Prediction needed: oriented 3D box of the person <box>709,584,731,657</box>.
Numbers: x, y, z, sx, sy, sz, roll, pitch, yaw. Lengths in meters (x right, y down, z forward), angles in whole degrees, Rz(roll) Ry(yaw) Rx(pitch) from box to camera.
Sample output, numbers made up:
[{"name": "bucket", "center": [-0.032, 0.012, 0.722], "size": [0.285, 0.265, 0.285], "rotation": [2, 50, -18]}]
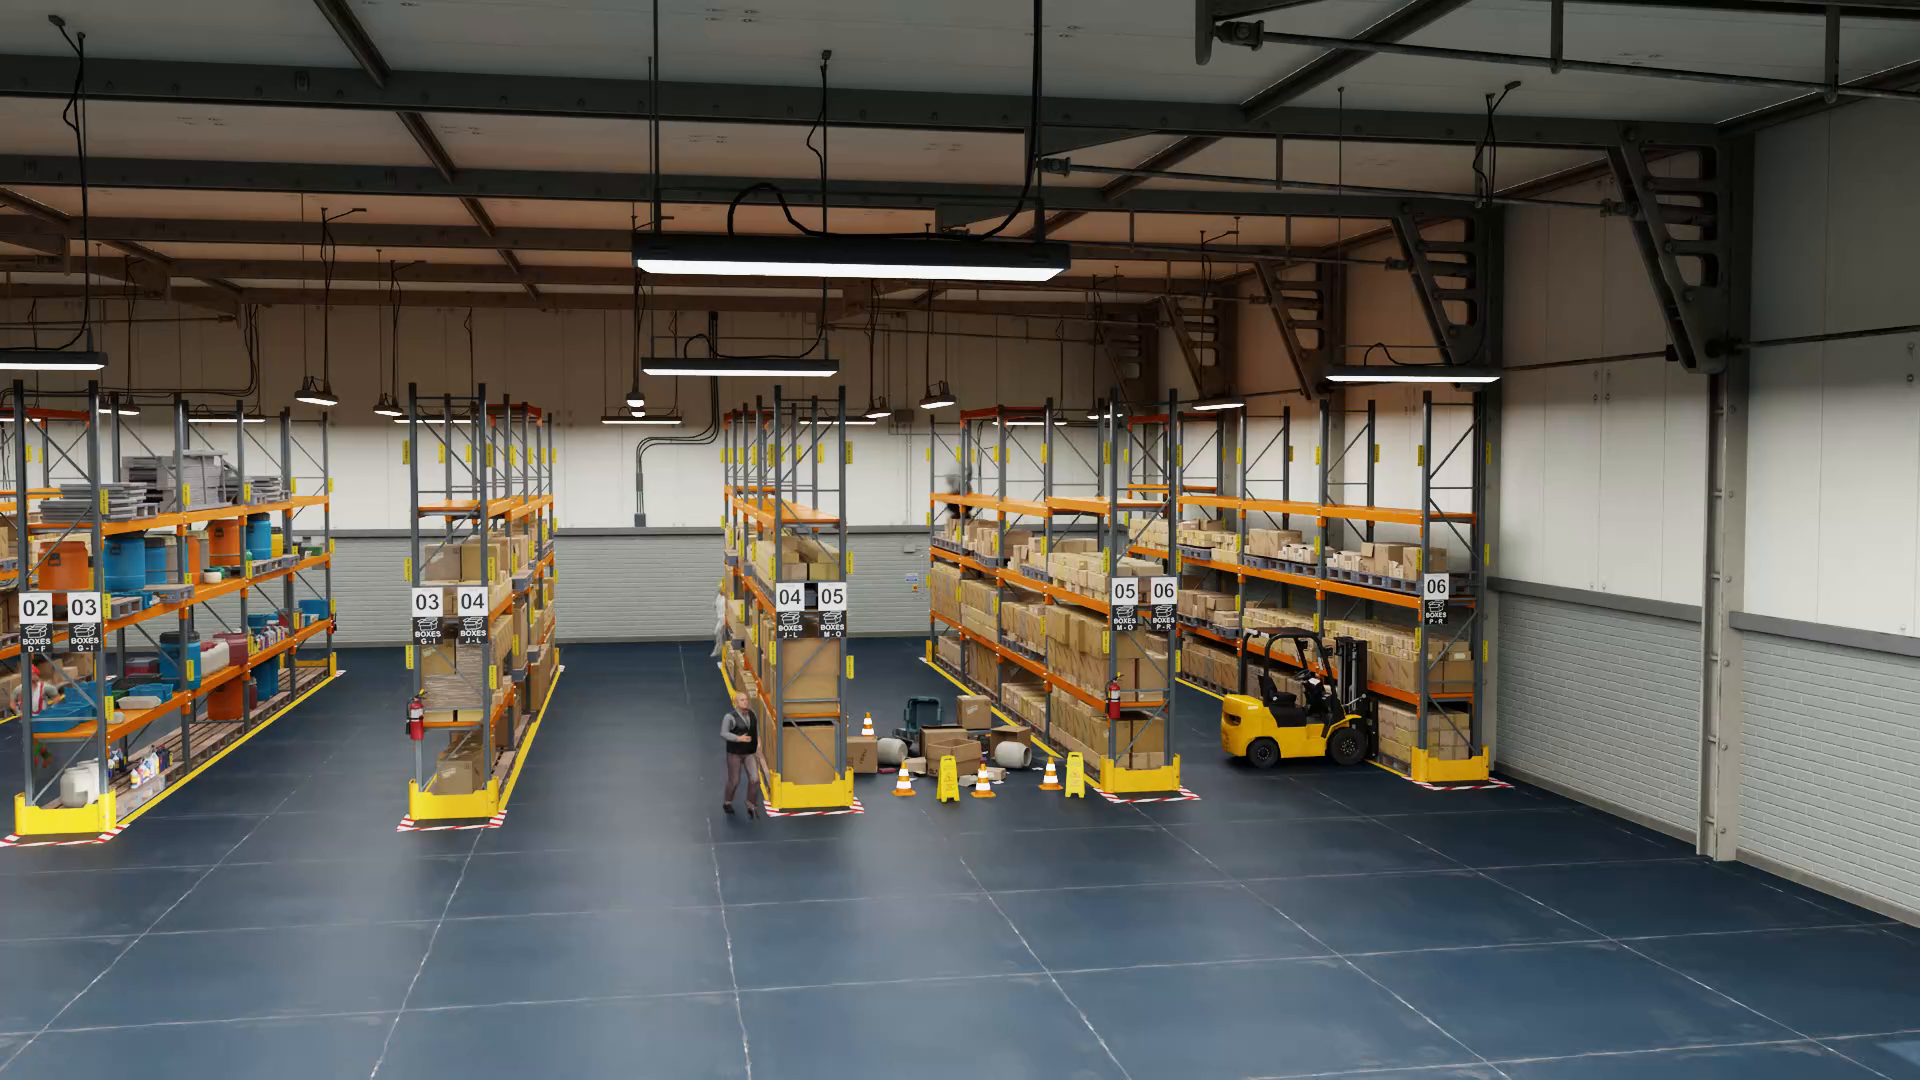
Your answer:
[{"name": "person", "center": [-5.757, 1.939, 40.797], "size": [0.888, 1.814, 0.706], "rotation": [-2, 3, -28]}]

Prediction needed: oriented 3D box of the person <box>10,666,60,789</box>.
[{"name": "person", "center": [-14.220, 2.821, 25.509], "size": [0.622, 1.794, 1.156], "rotation": [0, 3, -2]}]

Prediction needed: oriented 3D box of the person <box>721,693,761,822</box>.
[{"name": "person", "center": [-3.005, 2.996, 22.910], "size": [0.674, 1.804, 0.761], "rotation": [-2, 4, -35]}]
